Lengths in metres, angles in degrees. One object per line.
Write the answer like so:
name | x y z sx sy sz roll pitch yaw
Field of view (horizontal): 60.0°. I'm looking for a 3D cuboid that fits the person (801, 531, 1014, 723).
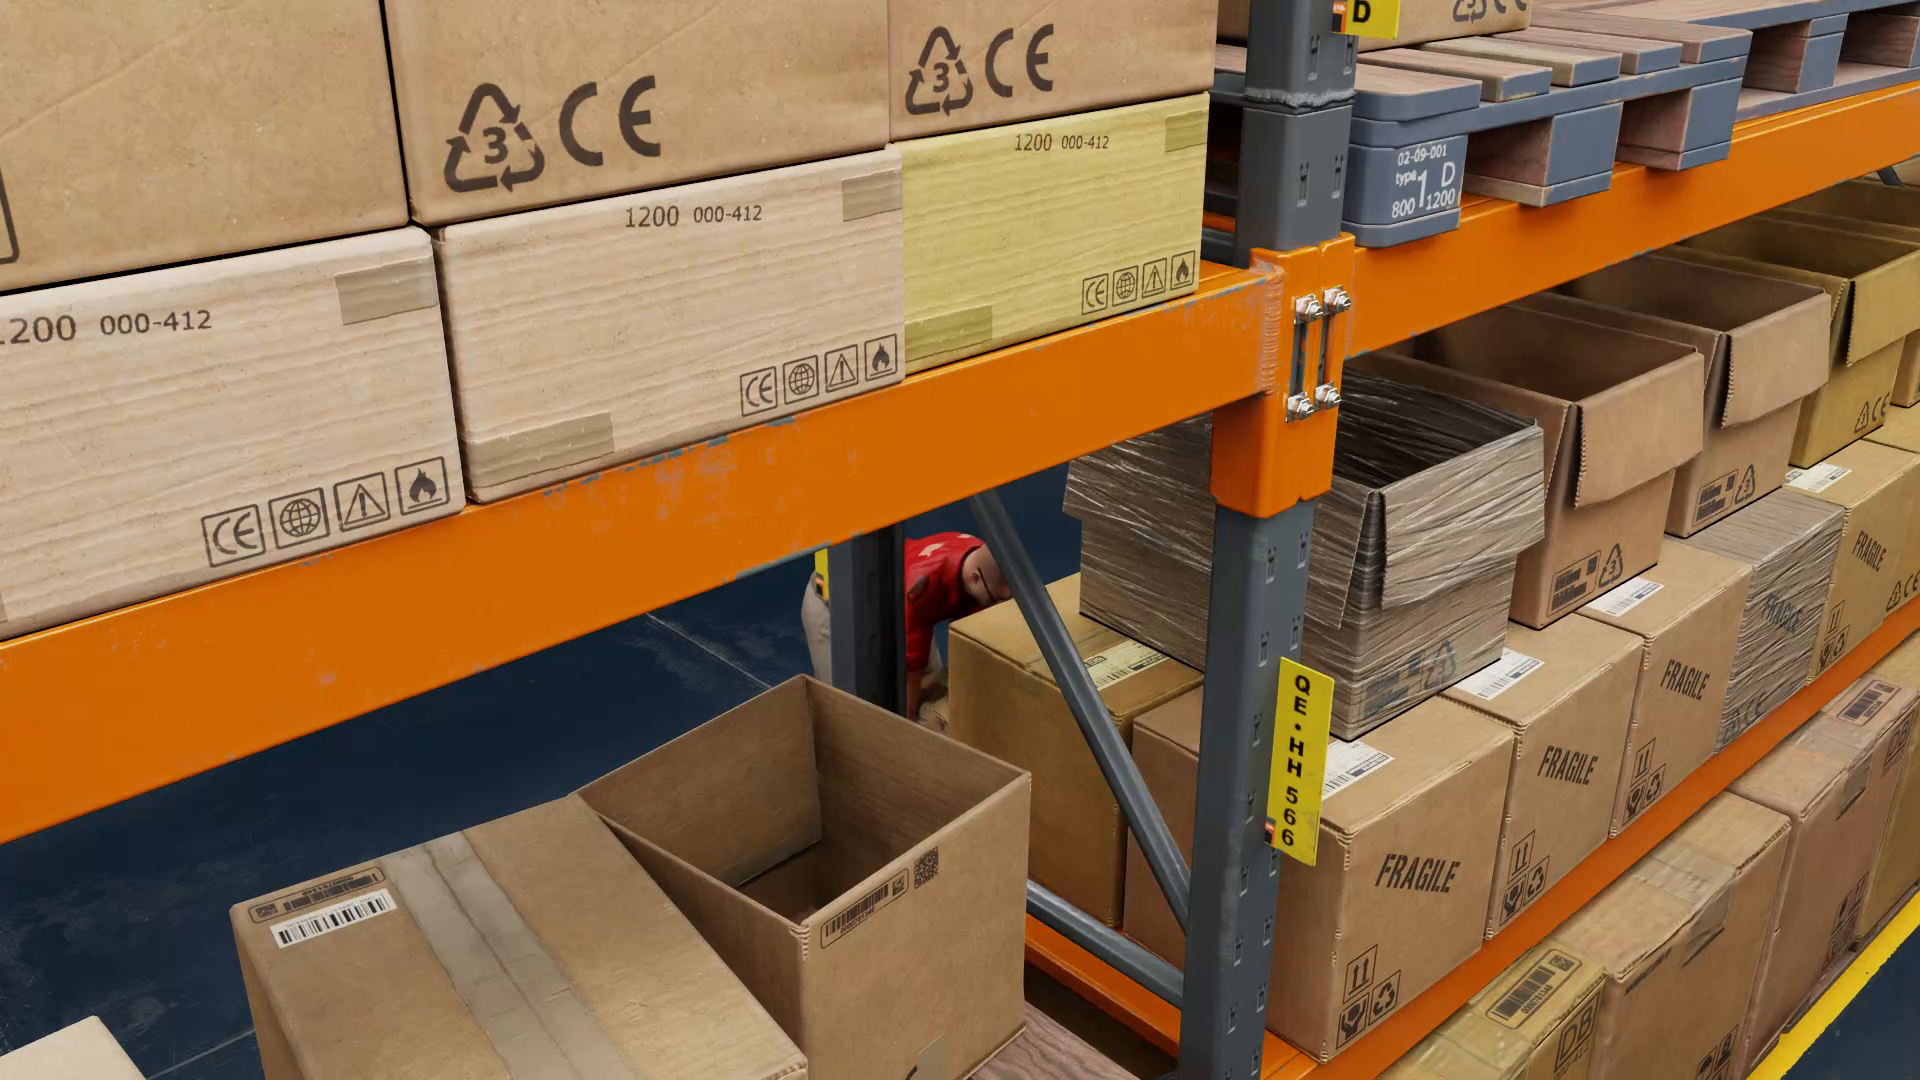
person | -0.119 0.505 5.526 0.482 1.302 0.868 -22 32 -40
